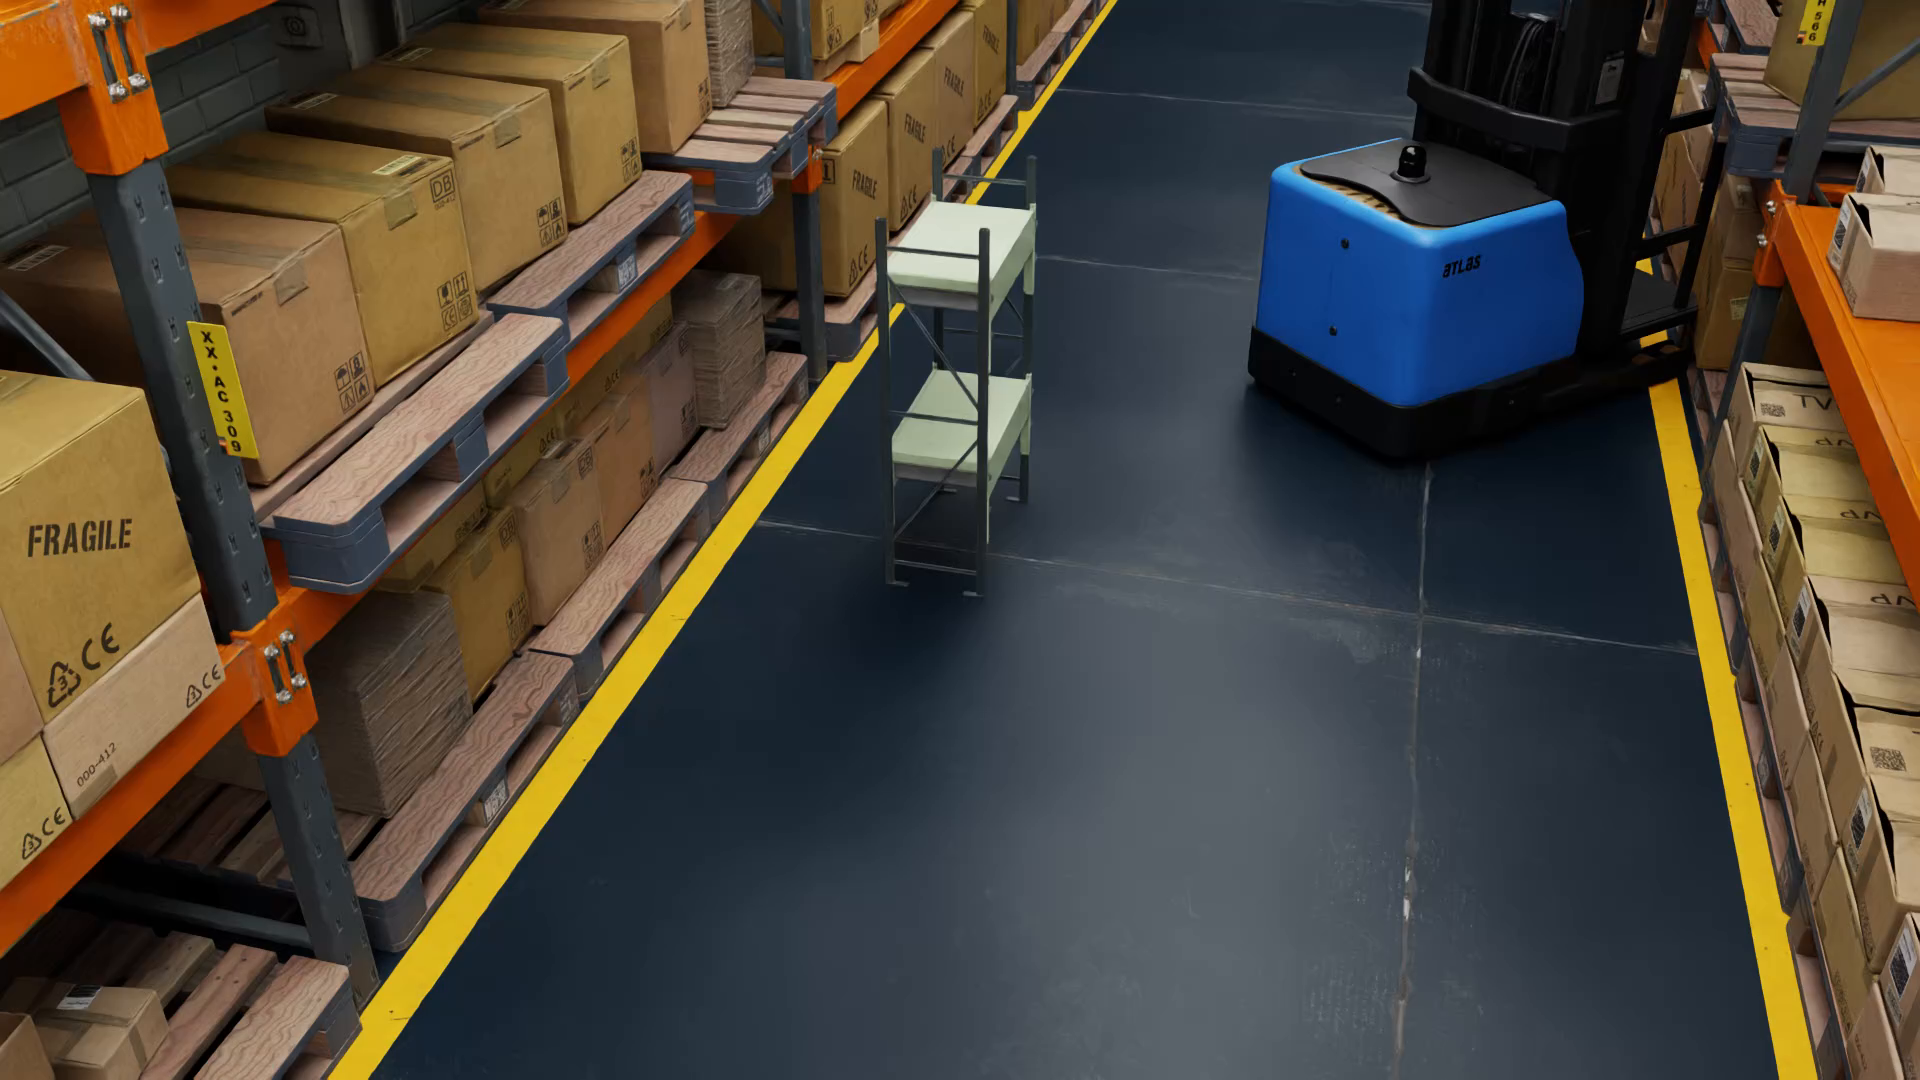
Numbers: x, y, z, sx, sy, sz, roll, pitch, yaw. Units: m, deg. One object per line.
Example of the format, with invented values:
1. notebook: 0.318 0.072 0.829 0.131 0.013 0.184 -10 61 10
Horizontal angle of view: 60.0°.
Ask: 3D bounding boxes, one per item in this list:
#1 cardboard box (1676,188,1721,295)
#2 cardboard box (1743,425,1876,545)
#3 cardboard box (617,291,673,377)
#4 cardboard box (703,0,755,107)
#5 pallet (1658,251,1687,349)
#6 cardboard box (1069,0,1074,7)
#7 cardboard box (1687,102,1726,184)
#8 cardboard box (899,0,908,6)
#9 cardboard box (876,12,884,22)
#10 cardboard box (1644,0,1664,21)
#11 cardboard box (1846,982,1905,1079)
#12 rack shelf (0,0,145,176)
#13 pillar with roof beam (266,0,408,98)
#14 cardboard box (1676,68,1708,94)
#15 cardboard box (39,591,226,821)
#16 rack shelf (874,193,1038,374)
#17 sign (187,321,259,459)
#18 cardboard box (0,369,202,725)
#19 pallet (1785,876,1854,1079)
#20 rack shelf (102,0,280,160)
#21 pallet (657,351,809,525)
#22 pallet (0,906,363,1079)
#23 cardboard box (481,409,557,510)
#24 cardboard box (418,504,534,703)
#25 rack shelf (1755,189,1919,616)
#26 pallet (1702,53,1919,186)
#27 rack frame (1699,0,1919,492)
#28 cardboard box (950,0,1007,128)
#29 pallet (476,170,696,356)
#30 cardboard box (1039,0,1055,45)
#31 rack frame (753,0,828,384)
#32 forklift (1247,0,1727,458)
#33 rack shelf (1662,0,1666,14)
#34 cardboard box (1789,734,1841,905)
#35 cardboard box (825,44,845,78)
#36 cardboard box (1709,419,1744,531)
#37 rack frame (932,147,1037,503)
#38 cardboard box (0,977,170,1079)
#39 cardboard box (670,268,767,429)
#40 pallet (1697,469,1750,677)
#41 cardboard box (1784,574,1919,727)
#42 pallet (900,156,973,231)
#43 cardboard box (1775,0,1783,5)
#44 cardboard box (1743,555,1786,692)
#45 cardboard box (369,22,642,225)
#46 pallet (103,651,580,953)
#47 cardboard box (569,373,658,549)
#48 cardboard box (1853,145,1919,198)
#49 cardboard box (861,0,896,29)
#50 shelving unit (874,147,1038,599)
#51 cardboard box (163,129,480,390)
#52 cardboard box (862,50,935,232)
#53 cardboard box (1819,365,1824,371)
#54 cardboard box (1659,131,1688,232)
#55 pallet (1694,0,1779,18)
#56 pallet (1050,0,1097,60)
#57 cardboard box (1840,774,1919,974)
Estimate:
1. cardboard box: 3.798 -1.352 8.000 0.500 0.500 0.500 7 33 11
2. cardboard box: 3.114 -0.183 5.891 0.500 0.311 0.500 7 33 11
3. cardboard box: -1.474 -0.887 6.570 0.500 0.250 0.500 9 33 13
4. cardboard box: -1.246 -2.090 6.739 0.700 0.500 0.500 4 33 7
5. pallet: 4.194 -1.272 8.554 1.003 0.211 1.213 8 33 12
6. cardboard box: 0.559 -4.484 12.946 0.700 0.500 0.500 7 33 11
7. cardboard box: 3.932 -1.961 8.260 0.500 0.250 0.500 7 33 11
8. cardboard box: -0.450 -2.947 8.805 0.380 0.149 0.250 8 33 13
9. cardboard box: -0.605 -2.688 8.399 0.380 0.149 0.250 9 33 13
10. cardboard box: 5.143 -3.619 11.563 0.797 0.503 0.637 8 33 12
11. cardboard box: 2.466 1.369 3.972 0.500 0.250 0.500 8 33 12
12. rack shelf: -2.659 0.044 1.760 1.077 0.370 4.000 8 33 12
13. pillar with roof beam: 1.861 -3.496 3.862 9.100 9.000 0.400 8 33 12
14. cardboard box: 4.313 -2.424 9.687 0.500 0.500 0.500 7 33 10
15. cardboard box: -1.978 0.310 3.588 0.500 0.250 0.500 8 33 12
16. rack shelf: -0.002 -0.959 6.133 0.431 0.370 0.720 8 33 12
17. sign: -1.624 -0.327 3.662 0.100 0.325 0.005 8 33 12
18. cardboard box: -1.972 -0.006 3.386 0.500 0.500 0.500 8 33 12
19. pallet: 2.790 1.430 4.304 1.003 0.211 1.213 8 33 12
20. rack shelf: -1.644 -2.032 5.025 1.077 0.370 4.000 8 33 12
21. pallet: -1.336 -0.526 7.380 1.003 0.211 1.213 8 33 12
22. pallet: -2.287 1.498 4.197 1.003 0.211 1.213 8 33 12
23. cardboard box: -1.744 -0.363 5.746 0.500 0.250 0.500 7 33 11
24. cardboard box: -1.898 0.178 5.594 0.700 0.500 0.500 7 33 11
25. rack shelf: 3.149 -0.094 4.772 1.077 0.370 4.000 8 33 12
26. pallet: 3.760 -1.715 6.831 1.213 0.211 1.003 8 33 12
27. rack frame: 3.656 -1.435 6.212 1.000 3.000 0.127 8 33 12
28. cardboard box: -0.160 -3.098 10.440 0.750 0.750 0.750 8 33 13
29. pallet: -1.599 -0.994 5.696 1.003 0.211 1.213 8 33 12
30. cardboard box: 0.299 -3.940 12.090 0.700 0.500 0.500 8 33 12
31. rack frame: -1.136 -2.108 7.269 1.000 3.000 0.127 8 33 12
32. forklift: 2.890 -2.172 7.435 3.031 2.935 1.130 -18 37 -26
33. rack shelf: 5.179 -4.245 11.302 1.077 0.370 4.000 8 33 12
34. cardboard box: 2.726 0.841 4.802 0.500 0.250 0.500 9 33 13
35. cardboard box: -0.756 -2.279 7.754 0.380 0.149 0.250 8 33 13
36. cardboard box: 3.239 -0.220 6.472 0.500 0.250 0.500 8 33 12
37. rack frame: 0.091 -0.819 6.641 0.400 1.500 0.023 8 33 12
38. cardboard box: -2.258 1.260 4.203 0.380 0.166 0.250 4 33 6
39. cardboard box: -1.268 -0.858 7.223 0.700 0.500 0.500 8 33 13
40. pallet: 3.410 0.164 6.296 1.003 0.211 1.213 8 33 12
41. cardboard box: 2.853 0.348 5.055 0.500 0.311 0.500 8 33 12
42. pallet: -0.552 -1.961 9.638 1.003 0.211 1.213 8 33 12
43. cardboard box: 4.283 -2.805 7.882 0.700 0.500 0.500 0 32 0
44. cardboard box: 2.987 0.311 5.636 0.500 0.250 0.500 7 33 11
45. cardboard box: -1.540 -1.441 5.717 0.700 0.500 0.500 8 33 12
46. pallet: -1.955 0.741 5.388 1.003 0.211 1.213 8 33 12
47. cardboard box: -1.610 -0.345 6.416 0.700 0.500 0.500 8 33 12
48. cardboard box: 3.522 -1.215 5.948 0.500 0.311 0.500 10 34 15
49. cardboard box: -0.623 -2.772 7.925 0.500 0.500 0.500 9 34 14
50. shelving unit: -0.002 -0.629 6.342 0.431 1.500 0.755 8 33 12
51. cardboard box: -1.840 -0.808 4.722 0.700 0.500 0.500 11 34 17
52. cardboard box: -0.594 -2.195 9.019 0.750 0.750 0.750 8 33 12
53. cardboard box: 4.176 -1.036 7.503 0.500 0.500 0.500 7 33 11
54. cardboard box: 4.054 -1.887 8.842 0.500 0.500 0.500 8 33 13
55. pallet: 4.363 -3.030 8.899 1.003 0.211 1.213 8 33 12
56. pallet: 0.455 -4.026 12.886 1.003 0.211 1.213 8 33 12
57. cardboard box: 2.593 0.867 4.239 0.500 0.311 0.500 9 34 14
